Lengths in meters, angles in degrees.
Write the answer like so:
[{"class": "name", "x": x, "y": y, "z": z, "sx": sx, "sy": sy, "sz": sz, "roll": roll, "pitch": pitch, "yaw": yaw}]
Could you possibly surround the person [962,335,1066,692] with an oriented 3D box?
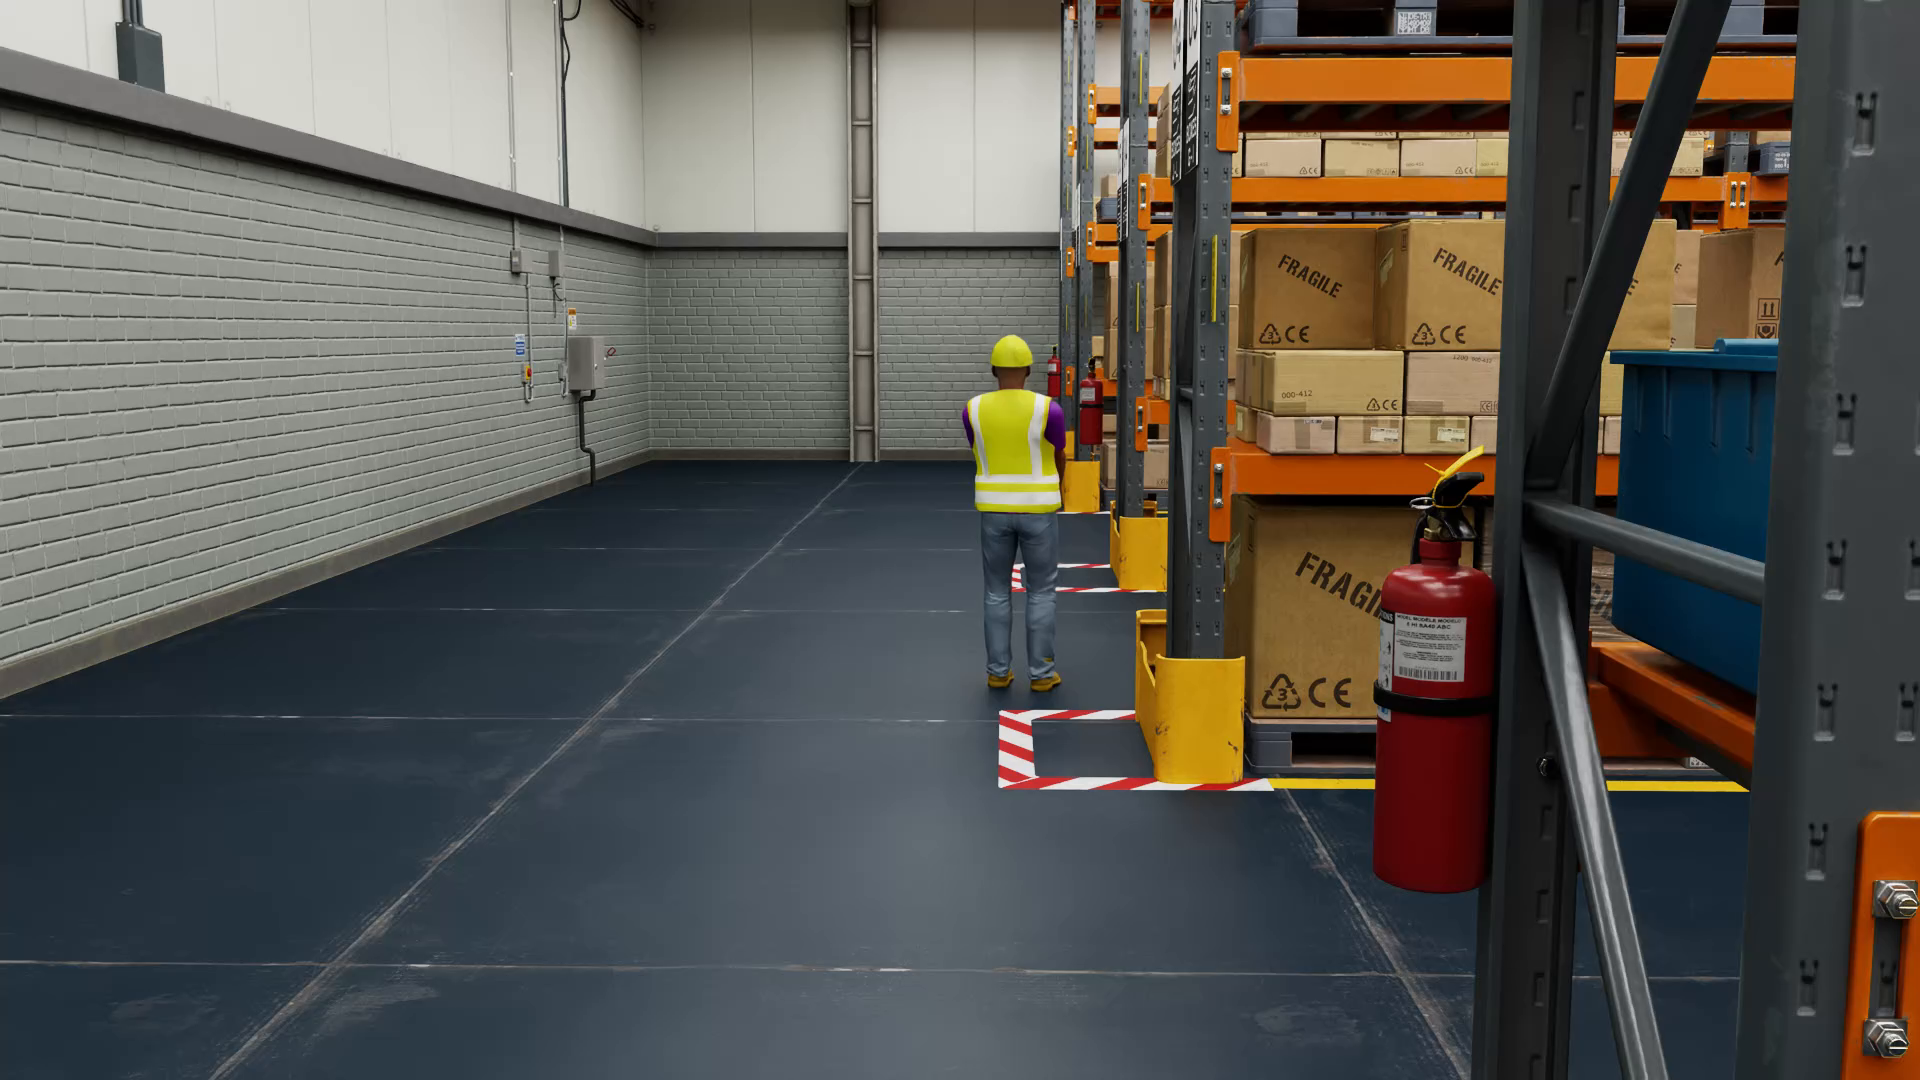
[{"class": "person", "x": 0.295, "y": -0.145, "z": 8.347, "sx": 0.501, "sy": 1.760, "sz": 0.576, "roll": 2, "pitch": 7, "yaw": 13}]
